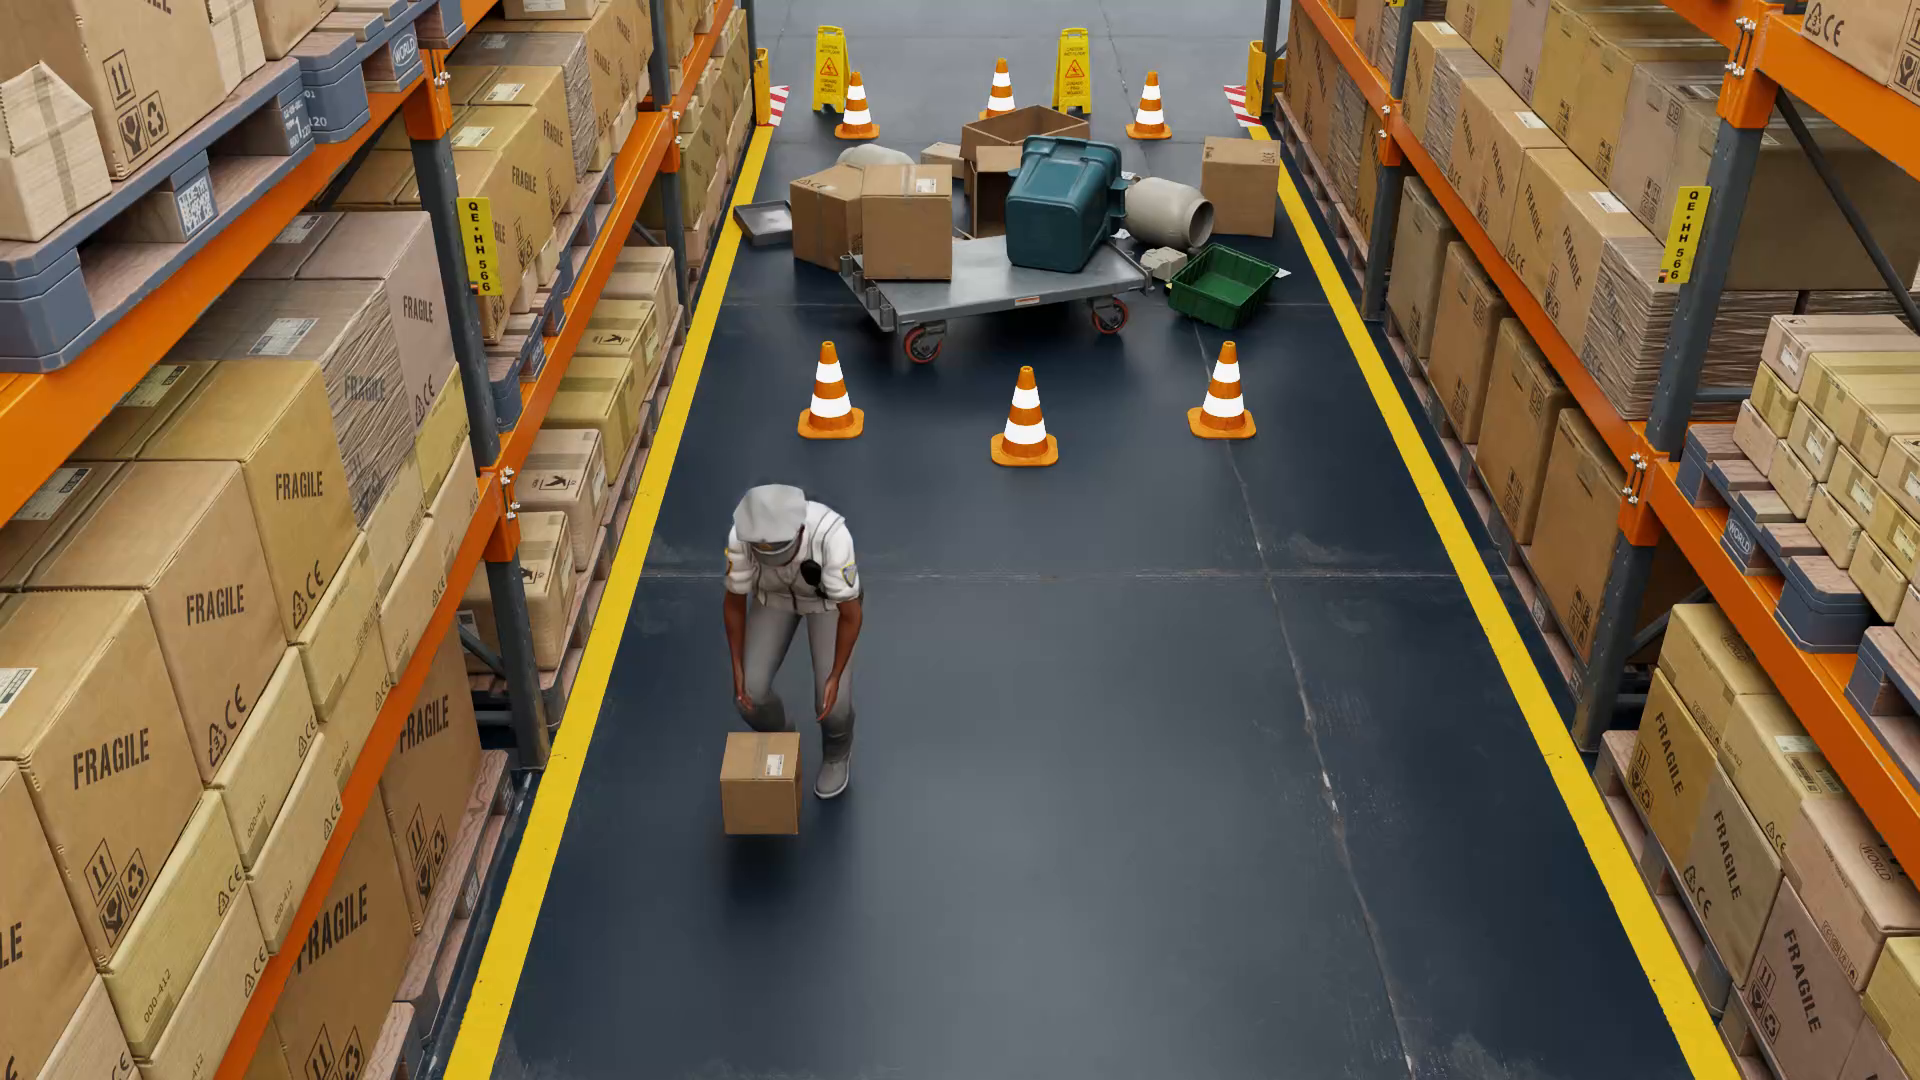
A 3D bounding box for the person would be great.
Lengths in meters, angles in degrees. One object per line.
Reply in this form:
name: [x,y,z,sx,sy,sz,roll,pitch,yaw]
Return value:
person: [-0.565,0.323,5.910,0.496,1.360,0.724,6,32,10]
